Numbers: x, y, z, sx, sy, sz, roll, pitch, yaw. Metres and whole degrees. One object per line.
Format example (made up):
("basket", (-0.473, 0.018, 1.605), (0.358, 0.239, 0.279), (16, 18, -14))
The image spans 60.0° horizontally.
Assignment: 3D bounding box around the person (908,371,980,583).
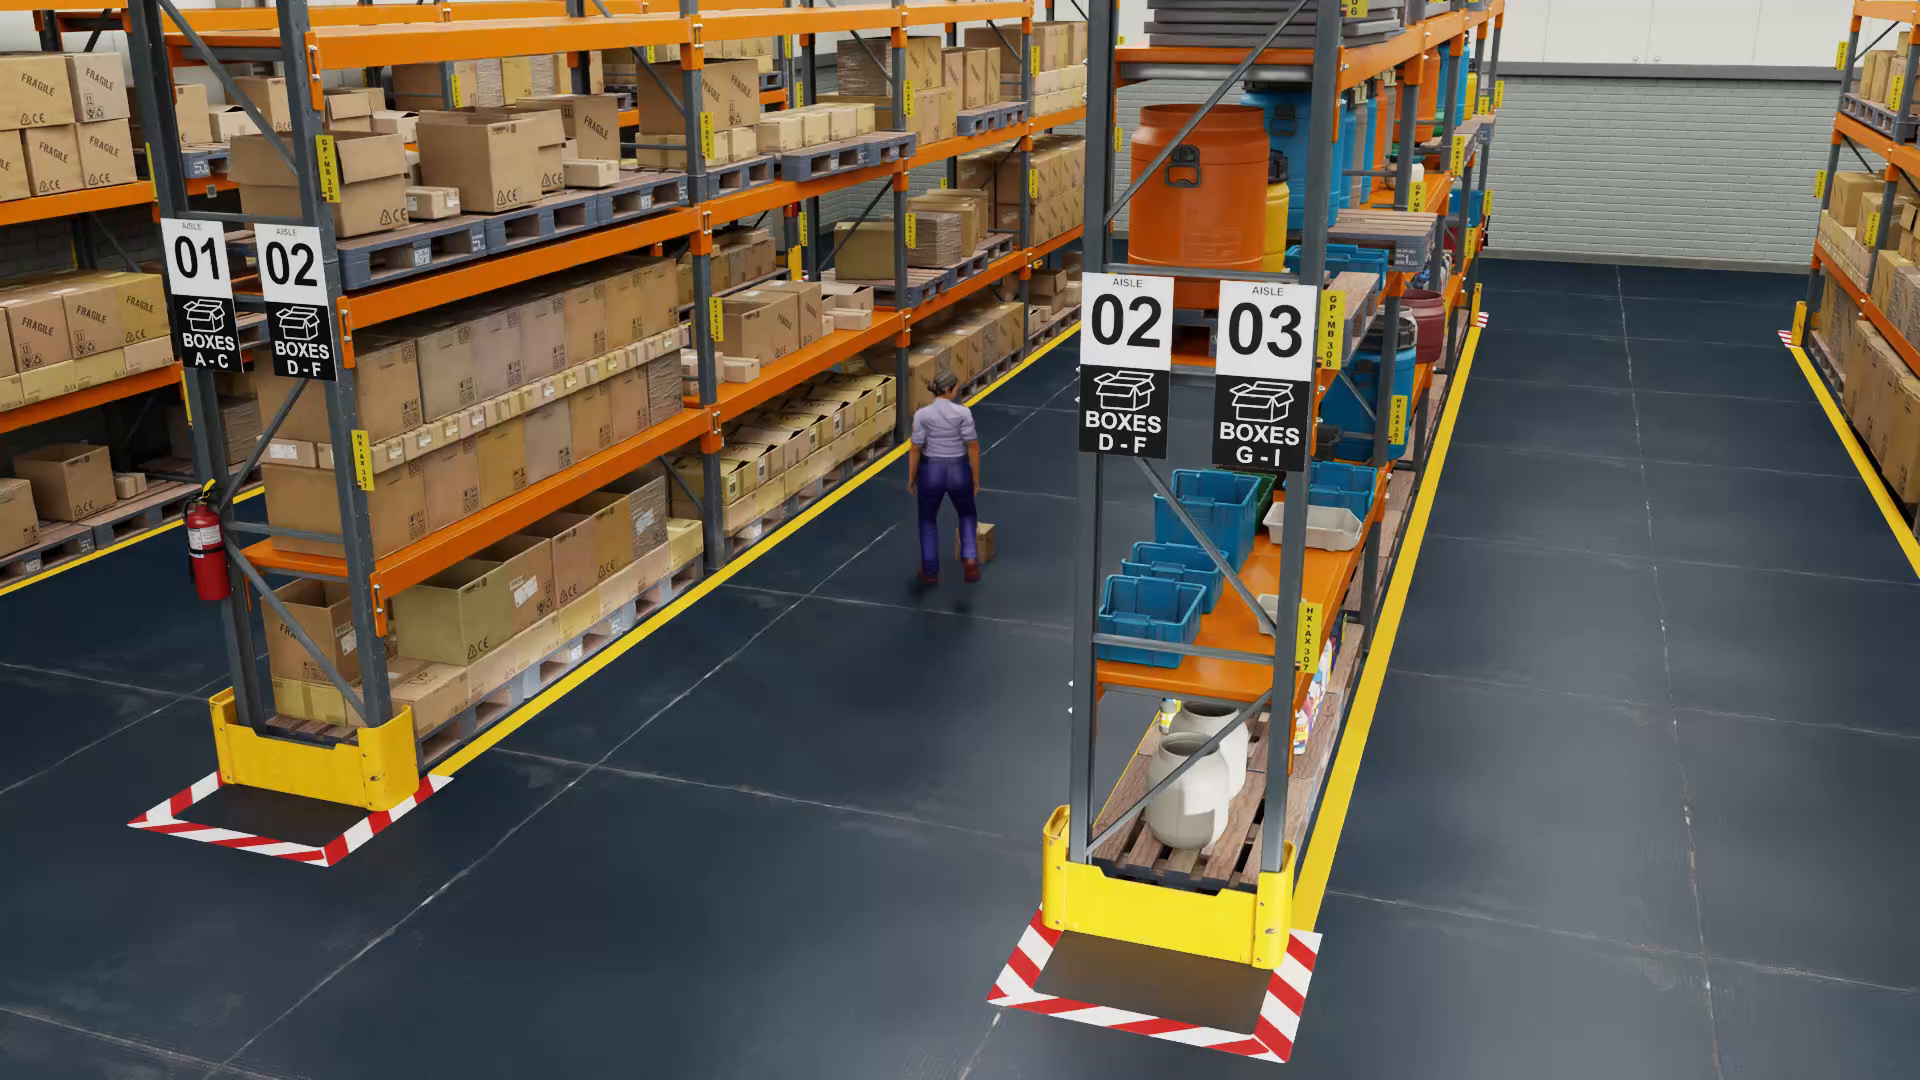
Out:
("person", (-0.114, -0.435, 12.328), (0.524, 1.620, 0.569), (-2, 19, -6))
